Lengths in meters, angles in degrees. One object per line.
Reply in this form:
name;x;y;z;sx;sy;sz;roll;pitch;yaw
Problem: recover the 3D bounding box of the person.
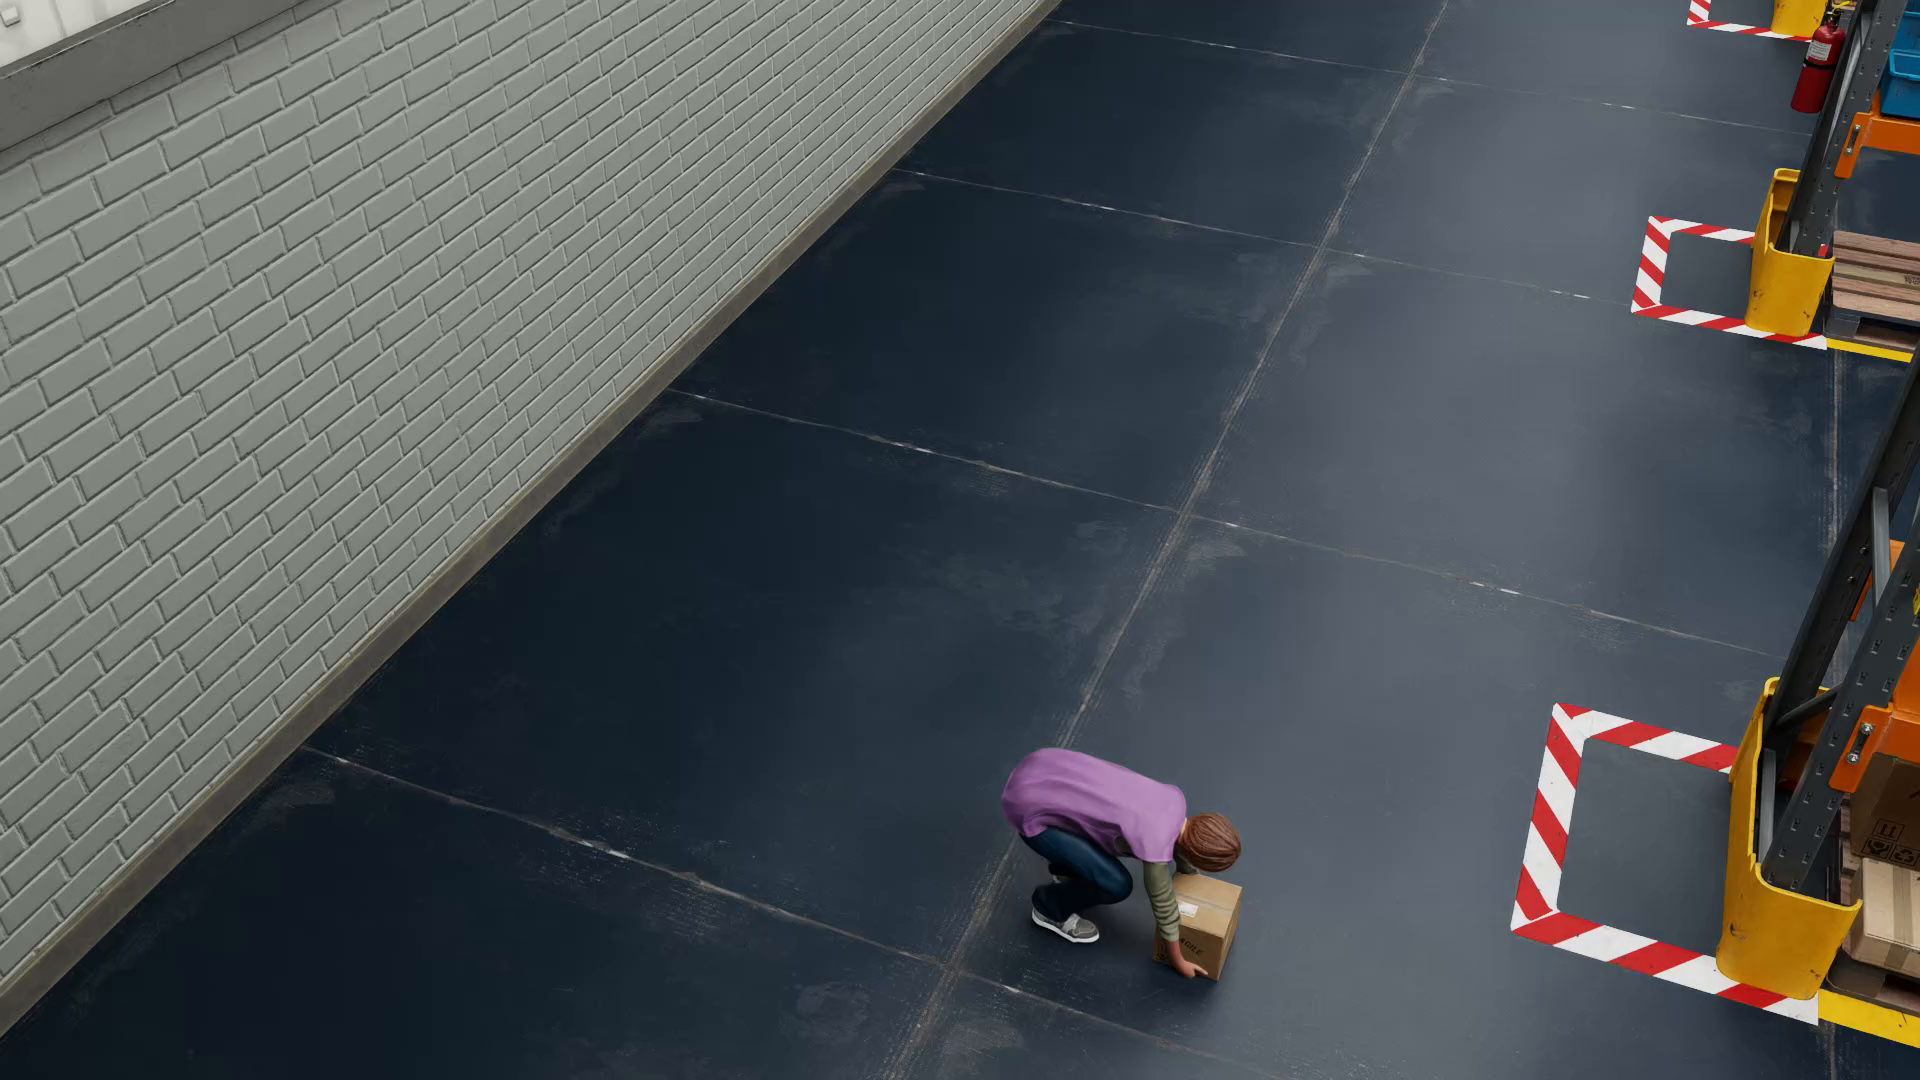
person;0.578;1.139;6.067;0.871;0.778;0.429;13;40;16
